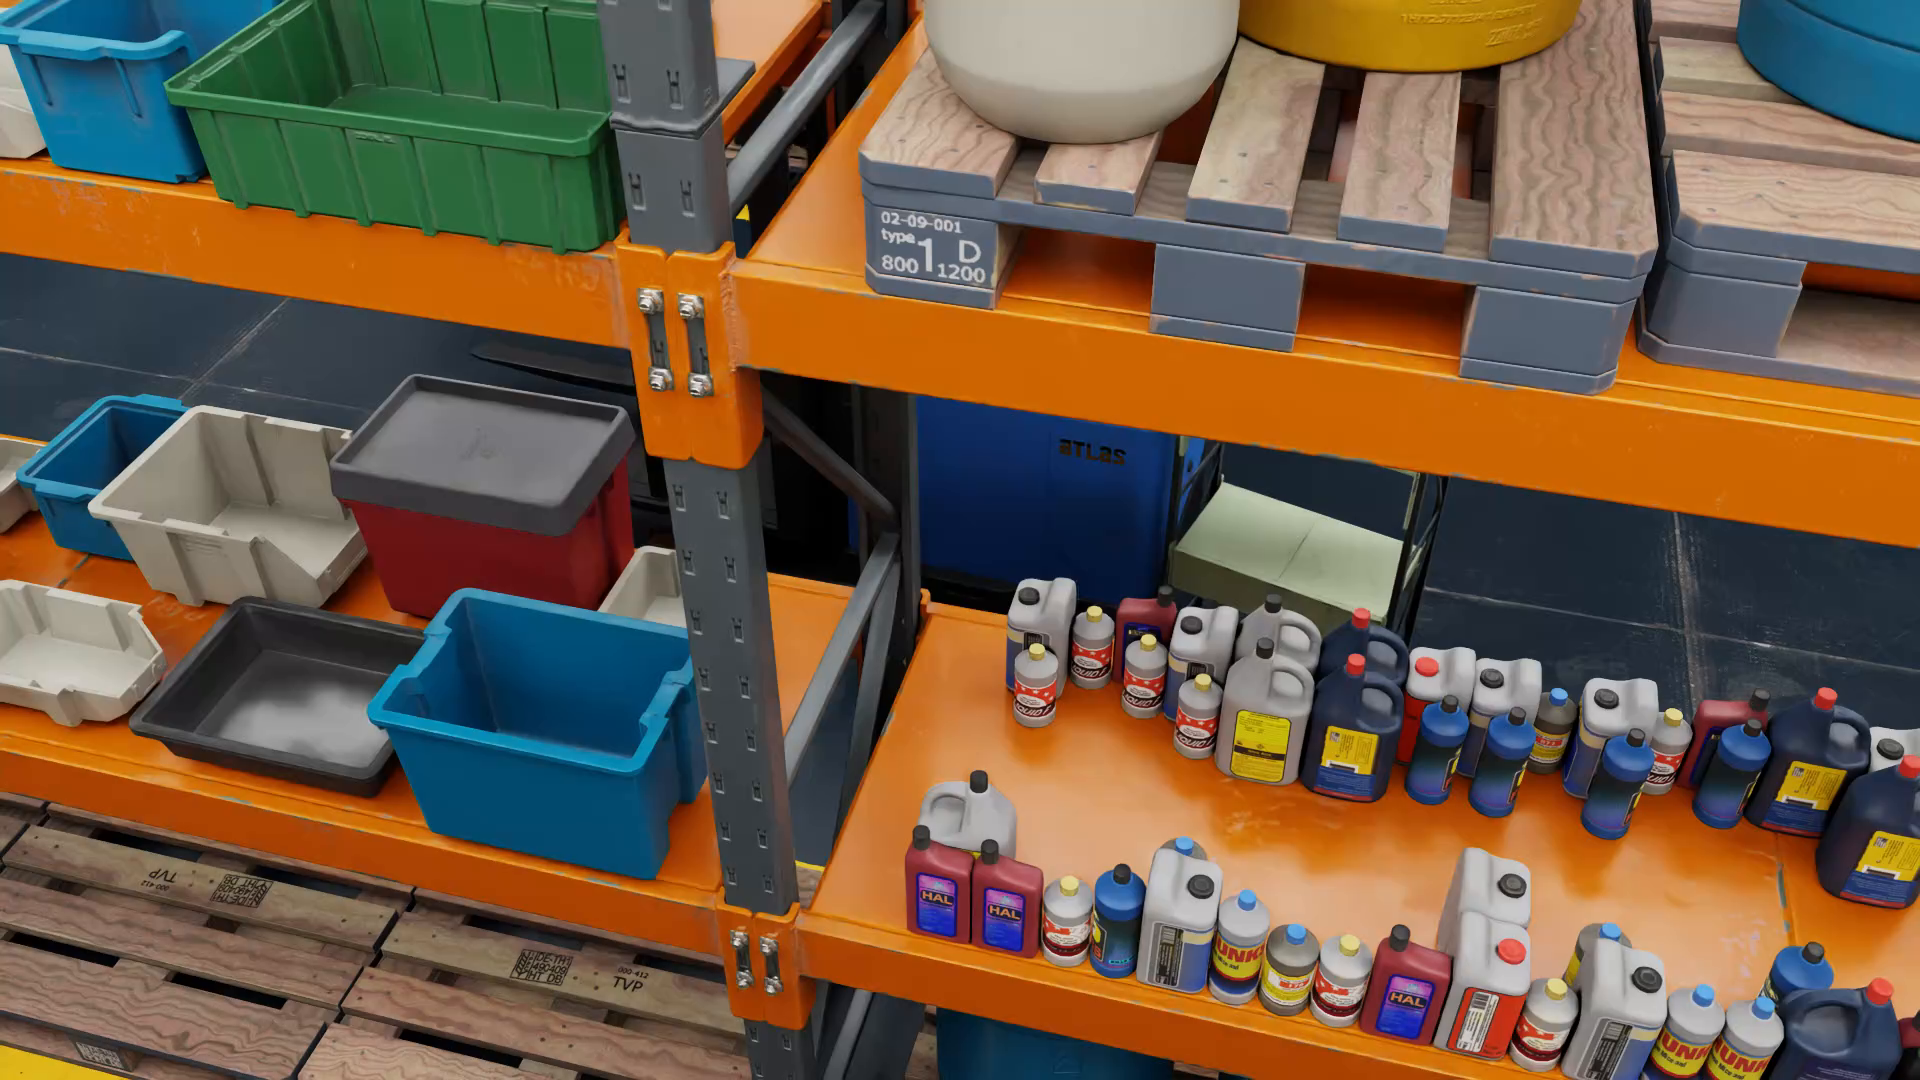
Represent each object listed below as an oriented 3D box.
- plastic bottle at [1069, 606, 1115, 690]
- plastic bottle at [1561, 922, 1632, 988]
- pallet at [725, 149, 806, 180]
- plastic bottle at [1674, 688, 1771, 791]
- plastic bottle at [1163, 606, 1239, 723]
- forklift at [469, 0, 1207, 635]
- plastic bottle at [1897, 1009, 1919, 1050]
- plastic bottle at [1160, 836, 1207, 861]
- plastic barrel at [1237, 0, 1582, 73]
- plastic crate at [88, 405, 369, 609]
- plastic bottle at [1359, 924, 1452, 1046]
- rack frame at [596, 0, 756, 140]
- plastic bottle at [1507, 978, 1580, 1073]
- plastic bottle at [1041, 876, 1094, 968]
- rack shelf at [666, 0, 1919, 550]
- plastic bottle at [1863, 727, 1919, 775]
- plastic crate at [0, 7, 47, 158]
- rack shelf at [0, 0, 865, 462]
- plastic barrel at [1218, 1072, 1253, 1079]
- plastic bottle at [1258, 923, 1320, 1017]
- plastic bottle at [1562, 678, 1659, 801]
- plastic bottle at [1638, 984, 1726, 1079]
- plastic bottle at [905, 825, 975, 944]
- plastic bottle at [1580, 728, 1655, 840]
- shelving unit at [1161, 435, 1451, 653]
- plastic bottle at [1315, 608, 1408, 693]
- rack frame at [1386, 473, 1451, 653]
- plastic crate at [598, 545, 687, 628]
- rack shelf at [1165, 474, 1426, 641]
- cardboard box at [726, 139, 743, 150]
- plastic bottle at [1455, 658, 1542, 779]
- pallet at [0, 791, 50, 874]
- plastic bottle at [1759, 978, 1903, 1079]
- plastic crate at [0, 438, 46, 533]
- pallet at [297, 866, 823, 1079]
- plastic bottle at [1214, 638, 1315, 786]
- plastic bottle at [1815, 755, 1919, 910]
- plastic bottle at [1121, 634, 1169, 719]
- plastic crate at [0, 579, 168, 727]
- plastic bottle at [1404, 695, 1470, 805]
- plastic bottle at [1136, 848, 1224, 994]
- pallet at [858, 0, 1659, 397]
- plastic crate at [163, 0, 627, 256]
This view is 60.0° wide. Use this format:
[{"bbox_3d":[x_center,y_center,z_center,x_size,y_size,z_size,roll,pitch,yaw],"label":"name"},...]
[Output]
[{"bbox_3d":[0.302,0.236,3.791,0.097,0.201,0.097,0,40,0],"label":"plastic bottle"},{"bbox_3d":[1.200,0.795,3.126,0.097,0.201,0.097,0,40,0],"label":"plastic bottle"},{"bbox_3d":[-0.898,-2.093,8.578,1.213,0.211,1.003,10,41,11],"label":"pallet"},{"bbox_3d":[1.612,0.418,3.511,0.133,0.283,0.061,10,41,11],"label":"plastic bottle"},{"bbox_3d":[0.535,0.266,3.697,0.135,0.276,0.152,10,41,11],"label":"plastic bottle"},{"bbox_3d":[-0.656,-1.255,5.466,3.031,2.935,1.130,12,41,13],"label":"forklift"},{"bbox_3d":[1.685,0.920,2.913,0.133,0.283,0.061,10,41,11],"label":"plastic bottle"},{"bbox_3d":[0.435,0.663,3.283,0.097,0.201,0.097,0,40,0],"label":"plastic bottle"},{"bbox_3d":[0.652,-1.063,2.378,0.600,0.588,0.600,0,40,0],"label":"plastic barrel"},{"bbox_3d":[-1.709,-0.053,4.026,0.530,0.282,0.437,10,41,11],"label":"plastic crate"},{"bbox_3d":[0.820,0.811,3.042,0.133,0.283,0.061,10,41,11],"label":"plastic bottle"},{"bbox_3d":[-0.282,-2.004,1.639,0.127,3.000,1.000,10,41,11],"label":"rack frame"},{"bbox_3d":[1.066,0.873,3.033,0.097,0.201,0.097,0,40,0],"label":"plastic bottle"},{"bbox_3d":[0.207,0.725,3.209,0.097,0.201,0.097,0,40,0],"label":"plastic bottle"},{"bbox_3d":[1.650,-0.248,2.439,4.000,0.370,1.077,10,41,11],"label":"rack shelf"},{"bbox_3d":[1.908,0.502,3.416,0.135,0.276,0.152,10,41,11],"label":"plastic bottle"},{"bbox_3d":[-1.609,-0.730,2.659,0.466,0.136,0.293,10,41,11],"label":"plastic crate"},{"bbox_3d":[-2.214,-0.913,3.231,4.000,0.370,1.077,10,41,11],"label":"rack shelf"},{"bbox_3d":[0.923,1.155,3.848,0.708,0.901,0.600,10,41,11],"label":"plastic barrel"},{"bbox_3d":[0.619,0.796,3.124,0.097,0.201,0.097,0,40,0],"label":"plastic bottle"},{"bbox_3d":[1.377,0.411,3.525,0.135,0.276,0.152,10,41,11],"label":"plastic bottle"},{"bbox_3d":[1.290,0.885,2.964,0.097,0.271,0.097,0,40,0],"label":"plastic bottle"},{"bbox_3d":[-0.038,0.664,3.218,0.133,0.283,0.061,10,41,11],"label":"plastic bottle"},{"bbox_3d":[1.362,0.493,3.430,0.097,0.271,0.097,0,40,0],"label":"plastic bottle"},{"bbox_3d":[1.081,-0.100,5.203,0.755,1.500,0.431,20,44,22],"label":"shelving unit"},{"bbox_3d":[0.869,0.292,3.608,0.185,0.351,0.144,10,41,11],"label":"plastic bottle"},{"bbox_3d":[1.398,0.017,5.063,0.023,1.500,0.400,20,44,22],"label":"rack frame"},{"bbox_3d":[-0.694,0.205,3.832,0.243,0.136,0.396,10,41,11],"label":"plastic crate"},{"bbox_3d":[1.081,0.150,5.412,0.720,0.370,0.431,20,44,22],"label":"rack shelf"},{"bbox_3d":[-1.348,-2.588,8.325,0.875,0.875,0.875,10,41,11],"label":"cardboard box"},{"bbox_3d":[1.153,0.372,3.571,0.135,0.276,0.152,10,41,11],"label":"plastic bottle"},{"bbox_3d":[-3.359,0.857,5.065,1.213,0.211,1.003,10,41,11],"label":"pallet"},{"bbox_3d":[1.527,0.880,2.909,0.185,0.351,0.144,10,41,11],"label":"plastic bottle"},{"bbox_3d":[-2.469,-0.145,4.248,0.250,0.136,0.298,10,41,11],"label":"plastic crate"},{"bbox_3d":[-1.002,1.263,4.582,1.213,0.211,1.003,10,41,11],"label":"pallet"},{"bbox_3d":[0.653,0.351,3.538,0.185,0.351,0.144,10,41,11],"label":"plastic bottle"},{"bbox_3d":[1.846,0.562,3.287,0.185,0.351,0.144,10,41,11],"label":"plastic bottle"},{"bbox_3d":[0.415,0.296,3.720,0.097,0.201,0.097,0,40,0],"label":"plastic bottle"},{"bbox_3d":[-2.042,0.268,3.756,0.466,0.136,0.293,10,41,11],"label":"plastic crate"},{"bbox_3d":[1.008,0.432,3.503,0.097,0.271,0.097,0,40,0],"label":"plastic bottle"},{"bbox_3d":[0.420,0.715,3.163,0.135,0.276,0.152,10,41,11],"label":"plastic bottle"},{"bbox_3d":[0.501,-0.714,2.582,1.003,0.211,1.213,10,41,11],"label":"pallet"},{"bbox_3d":[-0.769,-0.657,2.532,0.662,0.188,0.450,10,41,11],"label":"plastic crate"}]
